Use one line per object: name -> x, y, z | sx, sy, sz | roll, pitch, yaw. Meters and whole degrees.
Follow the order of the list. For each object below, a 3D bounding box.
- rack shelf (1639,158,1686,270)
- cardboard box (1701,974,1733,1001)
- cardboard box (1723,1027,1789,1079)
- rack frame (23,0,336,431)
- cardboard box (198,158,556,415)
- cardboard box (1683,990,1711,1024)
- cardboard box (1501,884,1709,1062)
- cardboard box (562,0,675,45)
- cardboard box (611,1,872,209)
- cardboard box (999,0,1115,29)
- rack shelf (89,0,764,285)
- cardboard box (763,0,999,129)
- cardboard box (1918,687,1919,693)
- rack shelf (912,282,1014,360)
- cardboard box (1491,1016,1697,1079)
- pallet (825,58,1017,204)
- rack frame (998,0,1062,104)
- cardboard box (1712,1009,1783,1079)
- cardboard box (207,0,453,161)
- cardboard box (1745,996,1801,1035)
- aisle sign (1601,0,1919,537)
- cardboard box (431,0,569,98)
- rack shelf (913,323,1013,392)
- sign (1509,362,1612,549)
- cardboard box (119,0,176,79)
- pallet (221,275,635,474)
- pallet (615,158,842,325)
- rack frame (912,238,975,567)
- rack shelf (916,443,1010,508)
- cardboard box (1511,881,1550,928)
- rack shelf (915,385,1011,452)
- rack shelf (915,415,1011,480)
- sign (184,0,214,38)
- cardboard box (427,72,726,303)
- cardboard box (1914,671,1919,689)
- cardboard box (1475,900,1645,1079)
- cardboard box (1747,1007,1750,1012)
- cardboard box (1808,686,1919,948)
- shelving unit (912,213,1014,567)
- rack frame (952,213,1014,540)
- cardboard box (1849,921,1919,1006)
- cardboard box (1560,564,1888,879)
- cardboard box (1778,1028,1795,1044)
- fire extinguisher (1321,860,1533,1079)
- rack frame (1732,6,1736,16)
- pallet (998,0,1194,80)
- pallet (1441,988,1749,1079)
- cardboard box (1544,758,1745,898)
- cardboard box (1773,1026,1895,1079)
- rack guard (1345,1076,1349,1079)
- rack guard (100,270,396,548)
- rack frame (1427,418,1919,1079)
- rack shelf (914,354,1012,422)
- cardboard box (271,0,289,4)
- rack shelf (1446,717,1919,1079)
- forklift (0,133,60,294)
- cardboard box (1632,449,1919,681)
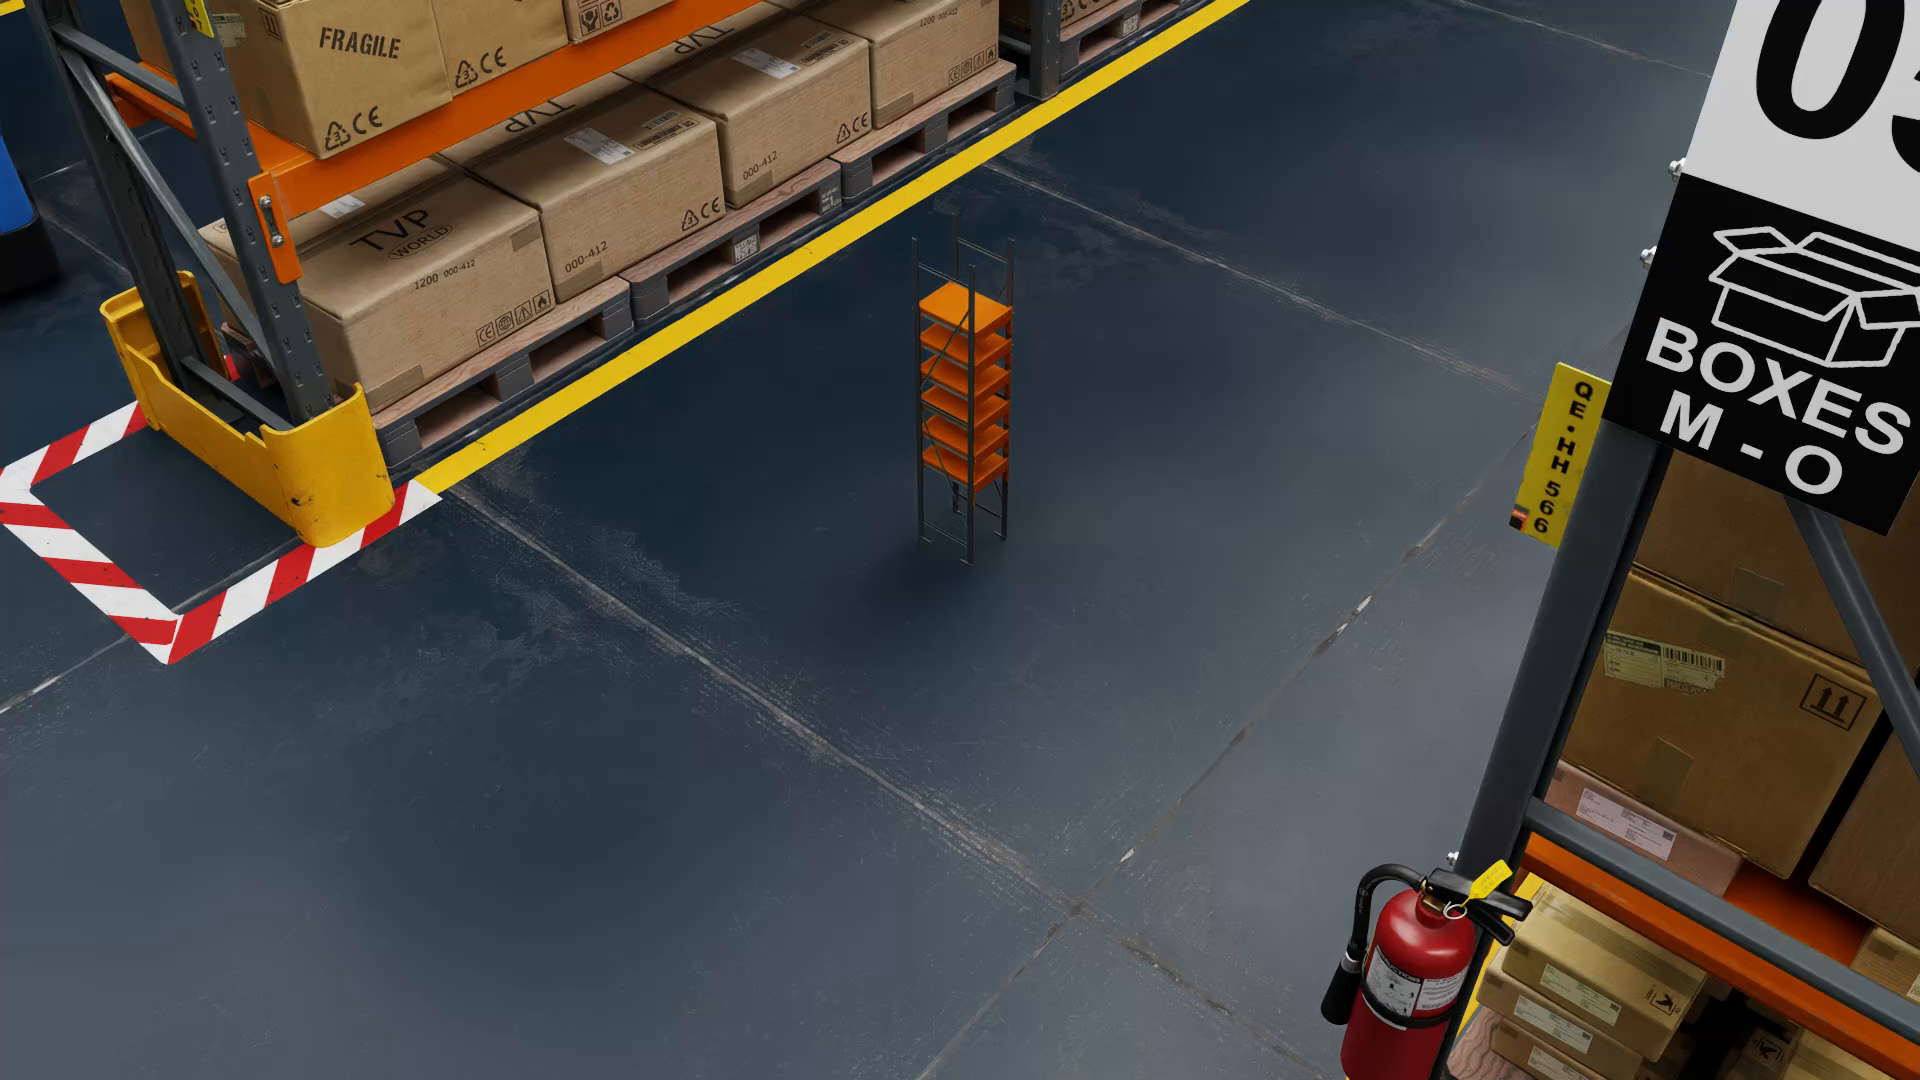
rack shelf -> 2.627, -1.200, 3.145 | 1.077, 0.370, 4.000 | 29, 50, 28
cardboard box -> 1.692, 0.866, 3.933 | 0.380, 0.149, 0.250 | 30, 50, 29
cardboard box -> 1.873, 1.304, 3.672 | 0.380, 0.149, 0.250 | 32, 51, 30
rack frame -> -2.514, -1.418, 5.080 | 1.000, 3.000, 0.127 | 29, 50, 28
cardboard box -> -2.166, -1.008, 6.222 | 0.875, 0.438, 0.875 | 28, 49, 27
cardboard box -> 1.670, 0.956, 4.055 | 0.380, 0.149, 0.250 | 28, 49, 28
cardboard box -> 1.486, 0.970, 3.818 | 0.380, 0.149, 0.250 | 30, 50, 29
cardboard box -> -1.340, -2.104, 5.760 | 0.500, 0.500, 0.500 | 29, 50, 28
cardboard box -> -1.002, -1.947, 7.254 | 0.875, 0.438, 0.875 | 28, 49, 27
cardboard box -> 0.398, -3.201, 8.308 | 0.875, 0.875, 0.875 | 31, 51, 30
rack shelf -> -1.227, -2.182, 6.454 | 1.077, 0.370, 4.000 | 29, 50, 28
cardboard box -> -0.426, -2.408, 7.761 | 0.875, 0.438, 0.875 | 29, 50, 28
cardboard box -> 1.831, 0.040, 2.438 | 0.500, 0.500, 0.500 | 29, 50, 28
rack shelf -> 0.009, -0.685, 5.142 | 0.258, 0.103, 0.180 | 29, 50, 28
cardboard box -> 1.519, 1.211, 3.995 | 0.380, 0.149, 0.250 | 30, 50, 29
pallet -> -0.489, -2.088, 7.890 | 1.003, 0.211, 1.213 | 29, 50, 28
rack frame -> 0.060, -3.477, 7.345 | 1.000, 3.000, 0.127 | 29, 50, 28
cardboard box -> 2.027, 1.271, 3.929 | 0.380, 0.149, 0.250 | 29, 50, 28
cardboard box -> -1.986, -1.578, 5.181 | 0.500, 0.500, 0.500 | 29, 50, 28
cardboard box -> 2.022, 1.036, 3.746 | 0.380, 0.149, 0.250 | 30, 50, 29
aisle sign -> 1.063, -0.381, 2.007 | 0.394, 0.787, 0.004 | 29, 50, 28
cardboard box -> -1.681, -1.850, 5.481 | 0.500, 0.500, 0.500 | 29, 50, 28
rack shelf -> 0.009, -0.596, 5.223 | 0.258, 0.103, 0.180 | 29, 50, 28
sign -> 0.927, -0.123, 2.560 | 0.100, 0.325, 0.005 | 29, 50, 28
cardboard box -> -2.407, -1.818, 5.445 | 0.500, 0.500, 0.500 | 30, 50, 29
pallet -> -2.060, -0.832, 6.508 | 1.003, 0.211, 1.213 | 29, 50, 28
pallet -> -1.274, -1.457, 7.196 | 1.003, 0.211, 1.213 | 29, 50, 28
rack frame -> -0.050, -0.404, 5.303 | 0.240, 1.200, 0.006 | 29, 50, 28
rack shelf -> 0.009, -0.241, 5.546 | 0.258, 0.103, 0.180 | 29, 50, 28
cardboard box -> 1.606, 1.035, 4.189 | 0.380, 0.149, 0.250 | 31, 51, 30
rack shelf -> 0.009, -0.419, 5.384 | 0.258, 0.103, 0.180 | 29, 50, 28
rack shelf -> 0.009, -0.330, 5.465 | 0.258, 0.103, 0.180 | 29, 50, 28
sign -> -2.093, -1.524, 4.494 | 0.100, 0.325, 0.005 | 29, 50, 28
cardboard box -> -1.584, -1.483, 6.744 | 0.875, 0.438, 0.875 | 31, 51, 29
cardboard box -> 2.165, 0.128, 3.084 | 0.500, 0.500, 0.500 | 30, 50, 29
cardboard box -> 1.461, 1.067, 3.932 | 0.380, 0.149, 0.250 | 28, 49, 27
cardboard box -> 2.182, 1.140, 4.073 | 0.380, 0.149, 0.250 | 30, 50, 29
cardboard box -> 1.840, 0.415, 2.769 | 0.500, 0.500, 0.500 | 32, 51, 30
shelving unit -> 0.009, -0.451, 5.355 | 0.258, 1.200, 0.189 | 29, 50, 28
rack frame -> 0.068, -0.498, 5.406 | 0.240, 1.200, 0.006 | 29, 50, 28
cardboard box -> 1.799, 0.741, 2.892 | 0.380, 0.149, 0.250 | 29, 50, 28
cardboard box -> 1.432, 0.183, 3.023 | 0.500, 0.500, 0.500 | 31, 50, 29
cardboard box -> 2.092, 1.187, 3.800 | 0.380, 0.149, 0.250 | 29, 50, 28
fire extinguisher -> 0.824, 0.770, 3.008 | 0.296, 0.674, 0.183 | 29, 50, 28
rack frame -> 1.339, -1.546, 0.762 | 1.000, 3.000, 0.127 | 29, 50, 28
pallet -> 0.499, -2.876, 8.756 | 1.003, 0.211, 1.213 | 29, 50, 28
pallet -> 1.938, 1.263, 4.204 | 1.003, 0.211, 1.213 | 29, 50, 28
cardboard box -> 1.333, 0.476, 3.184 | 0.380, 0.149, 0.250 | 30, 50, 28
cardboard box -> 1.937, 1.230, 3.532 | 0.380, 0.149, 0.250 | 27, 49, 27
rack guard -> 1.388, 1.559, 3.664 | 1.175, 0.500, 0.348 | 29, 50, 28
rack guard -> -2.530, -0.481, 5.907 | 1.175, 0.500, 0.348 | 29, 50, 28
rack frame -> 1.339, 0.673, 2.780 | 1.000, 3.000, 0.127 | 29, 50, 28
rack shelf -> 0.009, -0.507, 5.304 | 0.258, 0.103, 0.180 | 29, 50, 28
cardboard box -> -1.987, -1.949, 4.846 | 0.500, 0.500, 0.500 | 28, 49, 28
rack shelf -> 2.627, -0.090, 4.154 | 1.077, 0.370, 4.000 | 29, 50, 28
forklift -> -5.026, -2.725, 6.569 | 1.130, 2.935, 3.031 | -28, 49, -27
cardboard box -> 1.443, -0.187, 2.687 | 0.500, 0.500, 0.500 | 28, 49, 28
